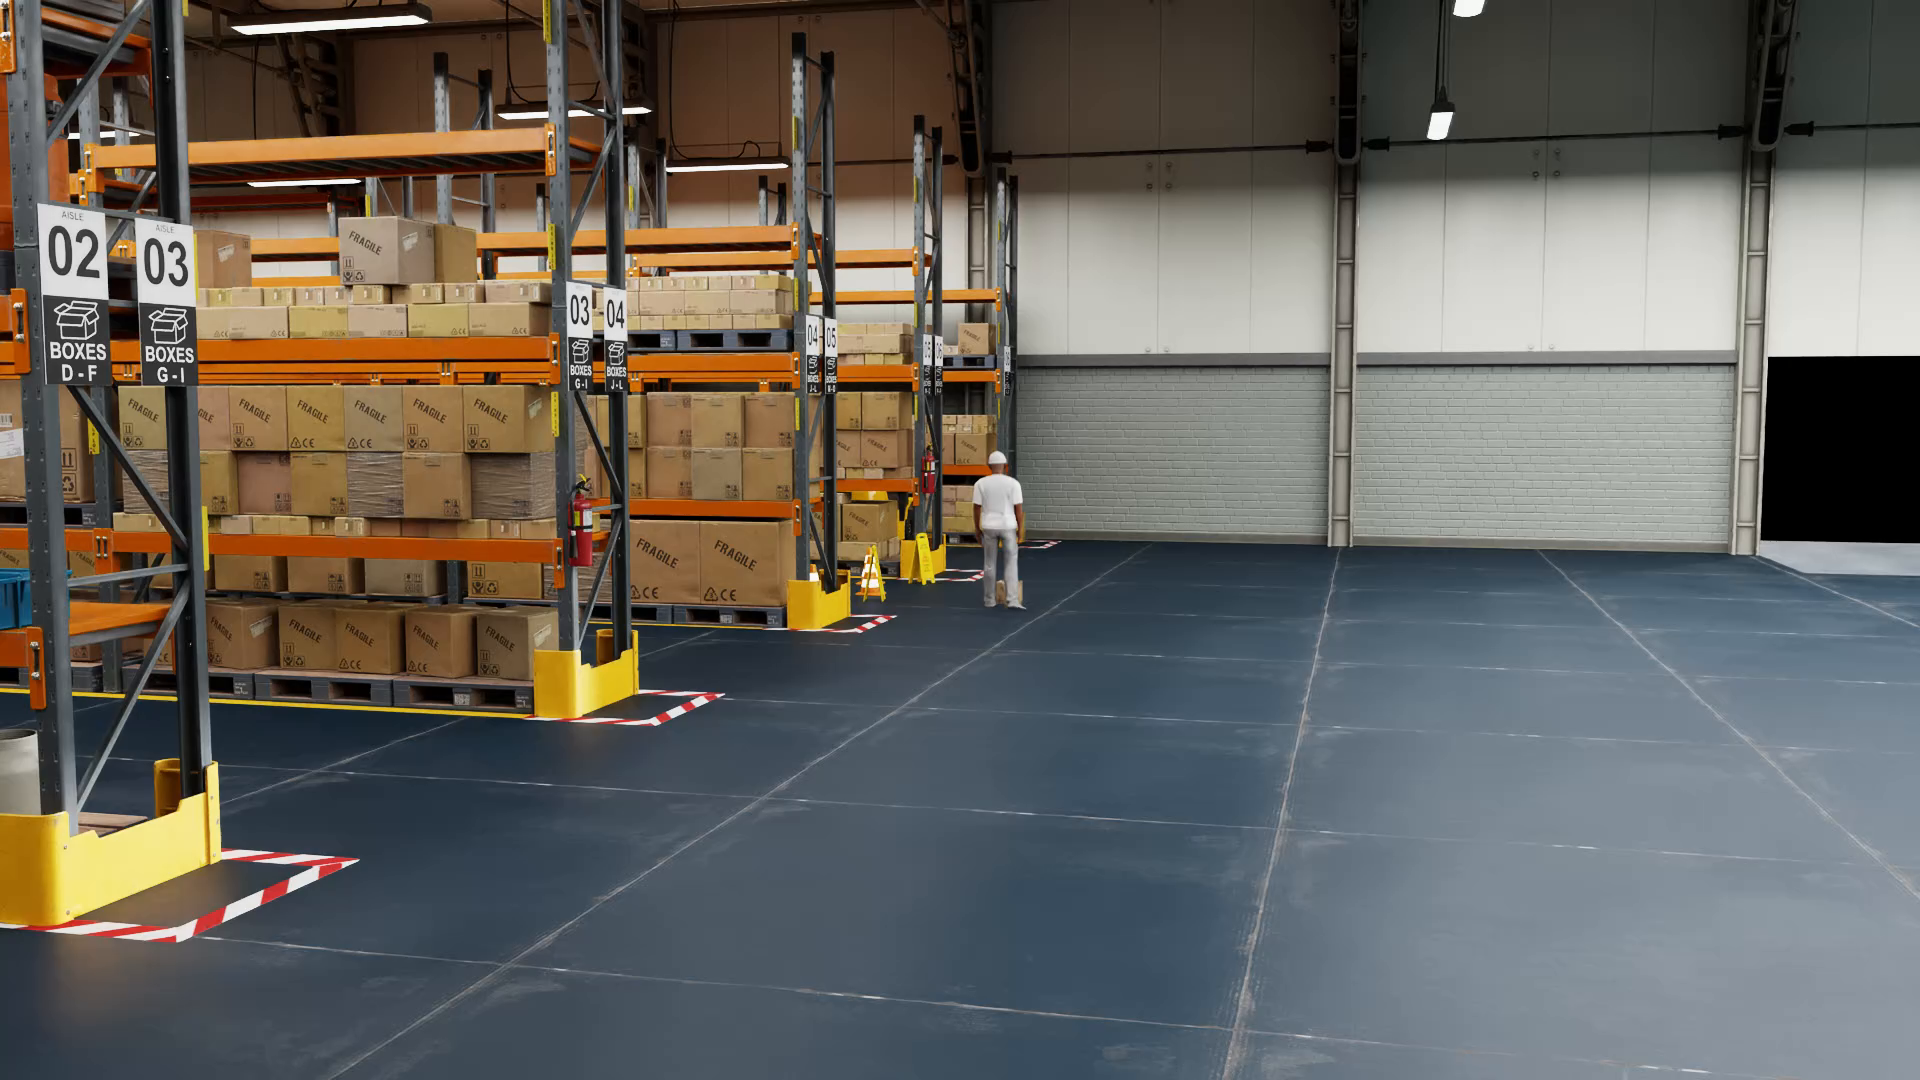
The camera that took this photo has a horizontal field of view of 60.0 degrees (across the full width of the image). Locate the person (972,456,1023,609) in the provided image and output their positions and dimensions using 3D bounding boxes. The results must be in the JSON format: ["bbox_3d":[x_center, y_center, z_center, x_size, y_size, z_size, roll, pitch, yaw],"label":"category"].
[{"bbox_3d":[0.429,-0.090,18.775,0.591,1.719,0.453,1,5,15],"label":"person"}]
